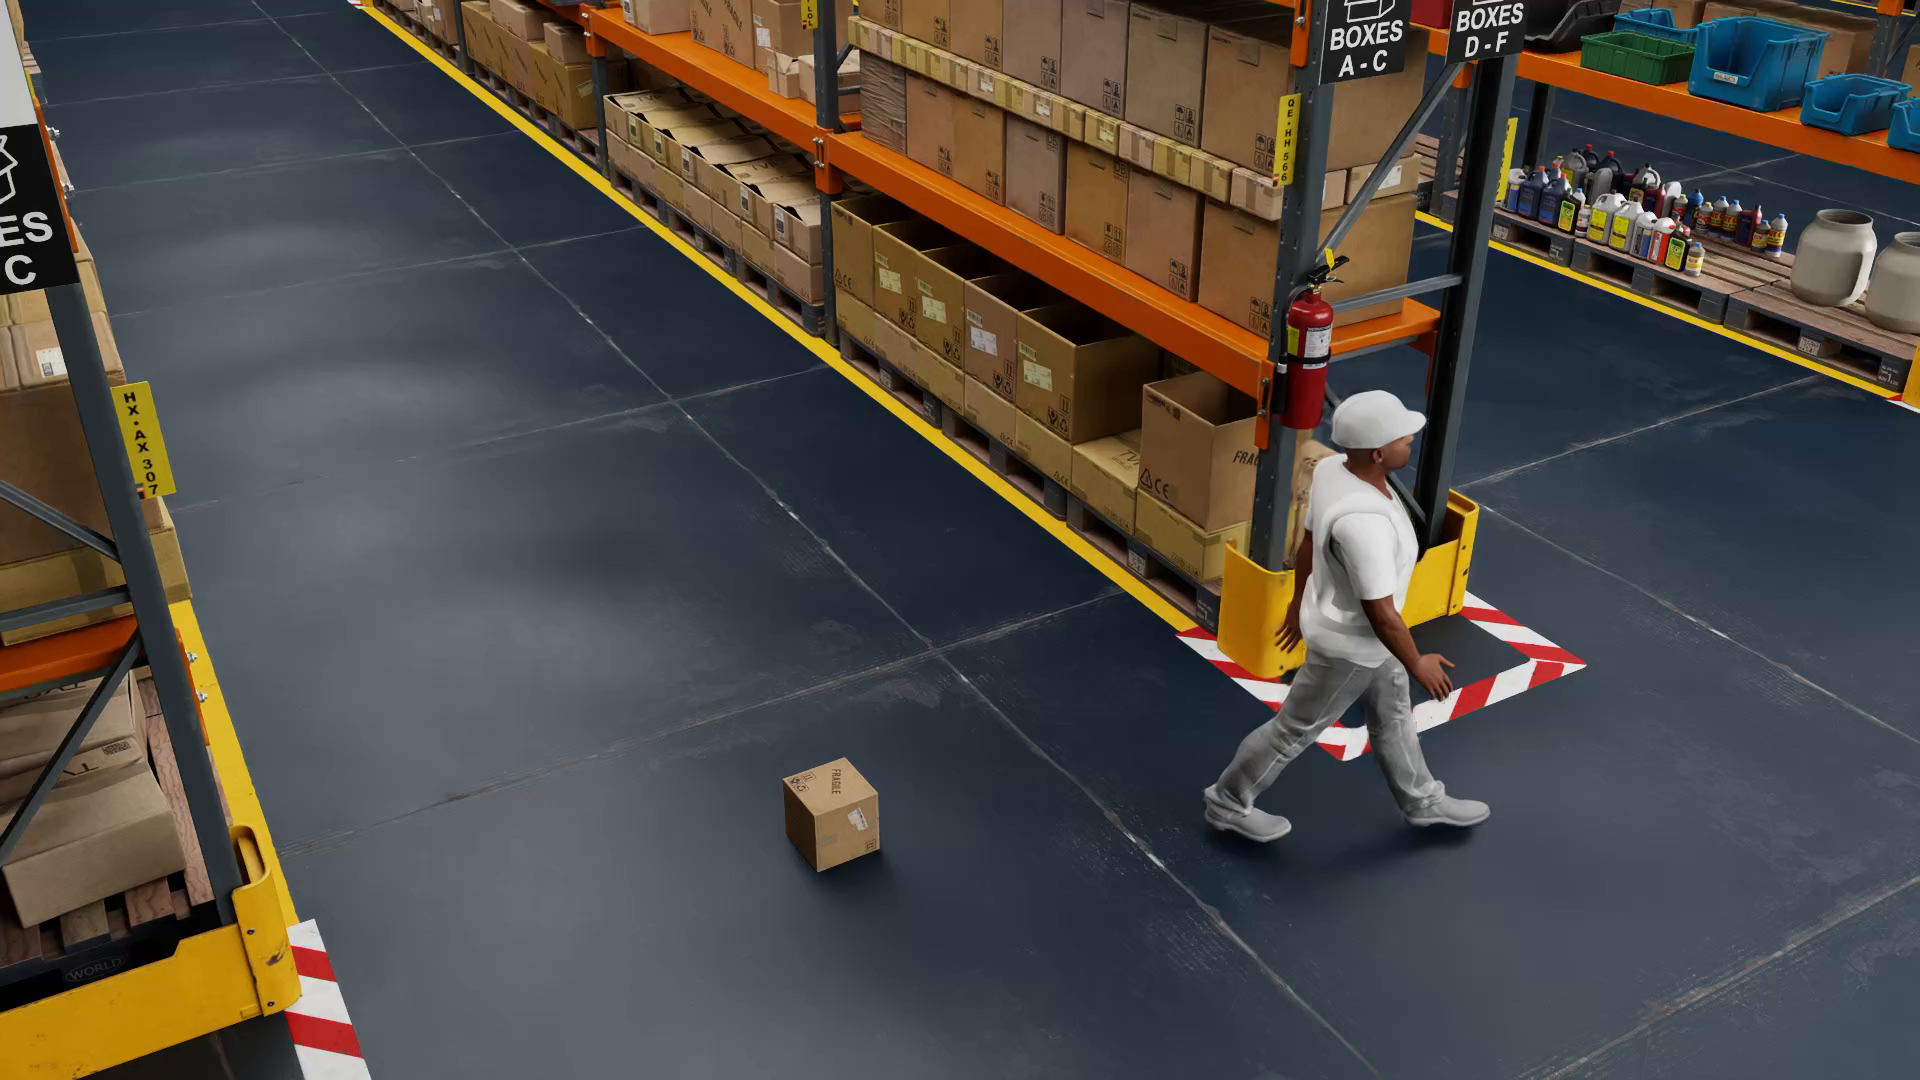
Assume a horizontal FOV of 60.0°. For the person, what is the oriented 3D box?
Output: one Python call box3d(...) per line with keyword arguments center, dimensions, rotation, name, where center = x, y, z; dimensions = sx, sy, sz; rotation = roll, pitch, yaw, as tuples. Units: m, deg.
box3d(center=(1.380, 0.301, 5.532), dimensions=(1.030, 1.708, 0.564), rotation=(4, 29, 7), name="person")
